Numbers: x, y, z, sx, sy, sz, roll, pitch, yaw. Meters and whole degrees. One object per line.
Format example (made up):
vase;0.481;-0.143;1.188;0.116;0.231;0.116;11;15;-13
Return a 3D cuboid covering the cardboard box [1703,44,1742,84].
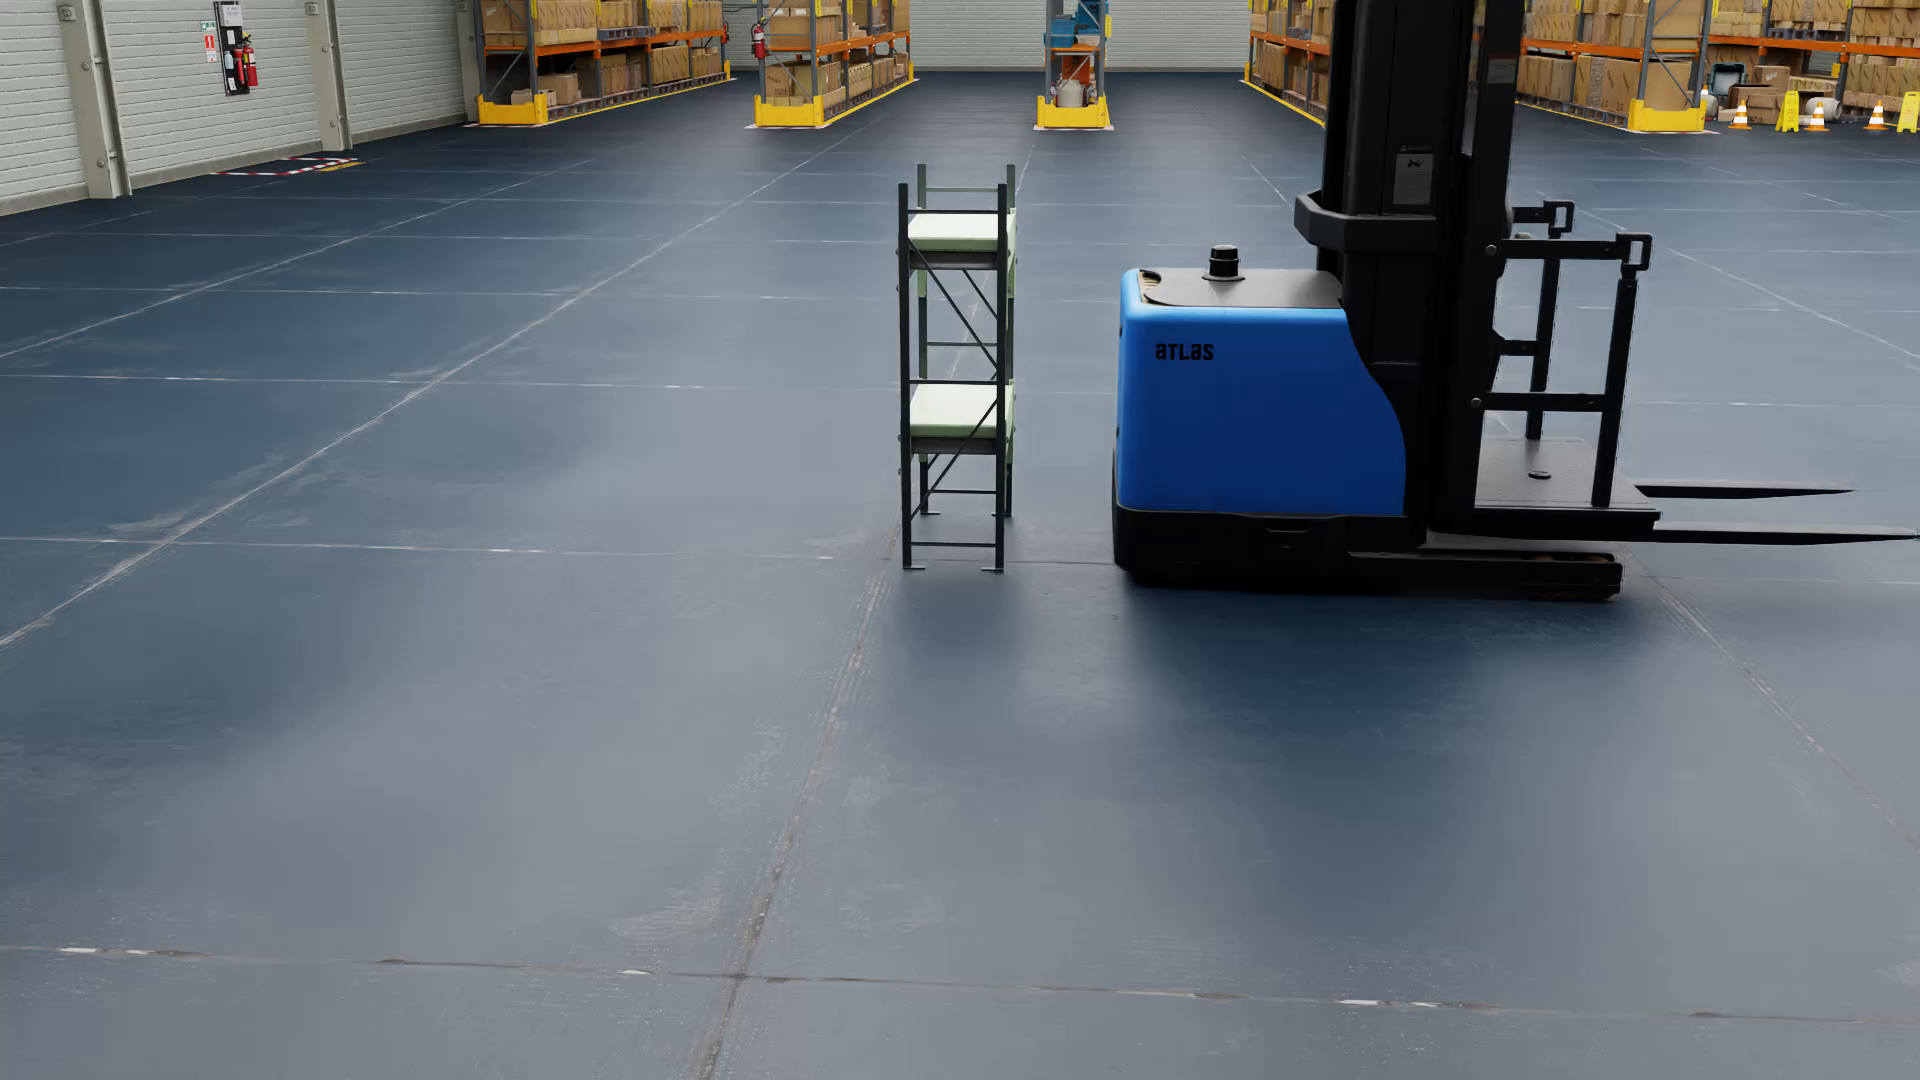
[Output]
cardboard box;17.685;-10.962;38.299;0.875;0.875;0.875;2;18;6

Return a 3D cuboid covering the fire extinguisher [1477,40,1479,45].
fire extinguisher;13.470;-13.142;42.937;0.296;0.674;0.183;1;18;4

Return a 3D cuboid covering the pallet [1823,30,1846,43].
pallet;17.276;-9.625;31.788;1.003;0.211;1.213;1;18;4

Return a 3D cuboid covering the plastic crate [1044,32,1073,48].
plastic crate;1.702;-8.663;28.783;0.499;0.251;0.616;1;18;4

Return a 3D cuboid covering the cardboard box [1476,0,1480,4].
cardboard box;12.469;-12.862;39.115;0.500;0.500;0.500;1;18;2

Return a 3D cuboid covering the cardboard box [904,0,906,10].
cardboard box;-1.654;-13.713;42.189;0.500;0.500;0.500;2;18;5

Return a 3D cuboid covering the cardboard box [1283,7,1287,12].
cardboard box;7.638;-12.107;37.284;0.797;0.503;0.637;2;18;6

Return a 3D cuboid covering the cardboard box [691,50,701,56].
cardboard box;-6.694;-12.172;41.551;0.380;0.149;0.250;2;18;6

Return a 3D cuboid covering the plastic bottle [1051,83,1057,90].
plastic bottle;1.766;-8.464;31.485;0.144;0.351;0.185;1;18;2

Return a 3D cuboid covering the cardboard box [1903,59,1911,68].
cardboard box;16.567;-8.246;28.765;0.380;0.149;0.250;2;18;5

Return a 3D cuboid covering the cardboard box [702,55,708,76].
cardboard box;-6.822;-12.077;42.302;0.700;0.500;0.500;2;18;5

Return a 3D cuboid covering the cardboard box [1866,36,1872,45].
cardboard box;16.779;-9.109;30.310;0.380;0.149;0.250;1;18;4

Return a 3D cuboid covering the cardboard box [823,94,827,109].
cardboard box;-2.683;-7.893;29.936;0.500;0.250;0.500;1;18;4

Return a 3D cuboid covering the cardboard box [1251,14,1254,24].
cardboard box;7.748;-13.357;42.634;0.500;0.250;0.500;1;18;2

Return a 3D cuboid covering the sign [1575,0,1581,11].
sign;11.590;-10.083;31.145;0.100;0.325;0.005;1;18;4

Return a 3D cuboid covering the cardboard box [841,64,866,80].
cardboard box;-2.264;-9.841;34.980;0.500;0.311;0.500;1;18;4

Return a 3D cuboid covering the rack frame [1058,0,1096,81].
rack frame;2.825;-12.299;39.639;1.000;3.000;0.127;1;18;4

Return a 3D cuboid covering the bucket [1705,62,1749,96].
bucket;14.421;-8.634;31.272;0.726;0.611;0.620;8;10;23

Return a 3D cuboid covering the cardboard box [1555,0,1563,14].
cardboard box;12.270;-10.712;33.030;0.700;0.500;0.500;1;18;3

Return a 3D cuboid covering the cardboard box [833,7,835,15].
cardboard box;-2.549;-9.953;31.277;0.380;0.149;0.250;1;18;4

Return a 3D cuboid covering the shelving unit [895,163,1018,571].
shelving unit;0.000;-0.711;6.683;0.431;1.500;0.755;1;18;4

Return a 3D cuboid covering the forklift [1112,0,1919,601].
forklift;2.139;-1.336;6.292;3.031;2.935;1.130;1;18;4

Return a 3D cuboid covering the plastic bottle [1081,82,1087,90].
plastic bottle;2.349;-8.561;31.780;0.144;0.351;0.185;1;18;4

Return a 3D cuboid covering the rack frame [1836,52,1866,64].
rack frame;22.887;-13.100;42.083;1.000;3.000;0.127;1;18;4

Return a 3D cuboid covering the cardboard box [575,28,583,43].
cardboard box;-7.426;-9.508;31.333;0.500;0.250;0.500;1;18;4

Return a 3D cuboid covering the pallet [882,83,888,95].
pallet;-2.221;-10.452;38.481;1.003;0.211;1.213;1;18;4

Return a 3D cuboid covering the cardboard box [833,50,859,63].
cardboard box;-2.569;-10.859;37.349;0.500;0.250;0.500;2;18;6

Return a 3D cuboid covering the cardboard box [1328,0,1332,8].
cardboard box;6.766;-9.612;29.196;0.500;0.500;0.500;1;18;4

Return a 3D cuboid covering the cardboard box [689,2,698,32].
cardboard box;-7.002;-12.830;40.781;0.980;0.700;0.700;2;18;5

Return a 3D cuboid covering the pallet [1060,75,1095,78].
pallet;2.924;-11.583;41.933;1.003;0.211;1.213;1;18;4

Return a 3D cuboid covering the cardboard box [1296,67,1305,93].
cardboard box;7.423;-9.586;34.668;0.700;0.500;0.500;0;18;-1

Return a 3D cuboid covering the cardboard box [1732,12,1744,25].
cardboard box;17.194;-11.366;36.230;0.500;0.250;0.500;1;18;2

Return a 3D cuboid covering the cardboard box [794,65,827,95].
cardboard box;-2.681;-8.250;29.819;0.500;0.500;0.500;1;18;4

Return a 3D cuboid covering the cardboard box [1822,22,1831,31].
cardboard box;16.857;-9.891;32.020;0.380;0.149;0.250;1;18;3

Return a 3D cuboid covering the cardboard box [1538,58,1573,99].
cardboard box;12.159;-9.186;33.079;1.050;0.750;0.750;1;18;4

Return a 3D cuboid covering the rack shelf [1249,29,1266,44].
rack shelf;7.908;-12.467;41.310;1.077;0.370;4.000;1;18;4

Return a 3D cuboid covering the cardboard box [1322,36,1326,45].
cardboard box;6.782;-9.058;30.152;0.380;0.149;0.250;1;18;4

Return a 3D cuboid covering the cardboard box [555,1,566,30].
cardboard box;-7.494;-9.543;30.233;0.500;0.500;0.500;1;18;2

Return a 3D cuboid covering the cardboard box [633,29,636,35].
cardboard box;-7.089;-11.265;36.855;0.380;0.149;0.250;1;18;3

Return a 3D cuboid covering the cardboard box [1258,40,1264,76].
cardboard box;8.021;-12.137;41.884;0.875;0.875;0.875;1;18;4

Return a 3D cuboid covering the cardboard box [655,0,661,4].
cardboard box;-7.016;-12.134;37.263;0.500;0.250;0.500;1;18;3

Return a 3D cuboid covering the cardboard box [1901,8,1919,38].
cardboard box;16.633;-8.914;28.672;0.500;0.500;0.500;1;18;4

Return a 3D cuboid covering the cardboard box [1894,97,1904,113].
cardboard box;16.624;-7.551;28.890;0.500;0.250;0.500;1;18;4

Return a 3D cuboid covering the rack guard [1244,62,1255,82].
rack guard;8.054;-12.250;43.505;1.175;0.500;0.348;1;18;4

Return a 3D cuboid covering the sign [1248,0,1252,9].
sign;7.499;-13.894;42.990;0.100;0.325;0.005;1;18;4

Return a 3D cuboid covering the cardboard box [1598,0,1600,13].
cardboard box;12.147;-9.859;30.217;0.875;0.550;0.550;1;18;4

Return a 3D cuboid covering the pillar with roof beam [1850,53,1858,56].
pillar with roof beam;19.686;-16.864;43.937;9.100;9.000;0.400;1;18;4

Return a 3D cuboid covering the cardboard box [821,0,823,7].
cardboard box;-2.858;-9.829;29.857;0.700;0.500;0.500;1;18;4

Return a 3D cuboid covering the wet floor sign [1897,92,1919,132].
wet floor sign;15.708;-7.086;27.512;0.267;0.644;0.232;8;20;23

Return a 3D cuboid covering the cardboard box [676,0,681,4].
cardboard box;-6.881;-12.765;39.188;0.500;0.250;0.500;2;18;5

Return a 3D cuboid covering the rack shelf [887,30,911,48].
rack shelf;-1.972;-12.690;41.988;1.077;0.370;4.000;1;18;4
